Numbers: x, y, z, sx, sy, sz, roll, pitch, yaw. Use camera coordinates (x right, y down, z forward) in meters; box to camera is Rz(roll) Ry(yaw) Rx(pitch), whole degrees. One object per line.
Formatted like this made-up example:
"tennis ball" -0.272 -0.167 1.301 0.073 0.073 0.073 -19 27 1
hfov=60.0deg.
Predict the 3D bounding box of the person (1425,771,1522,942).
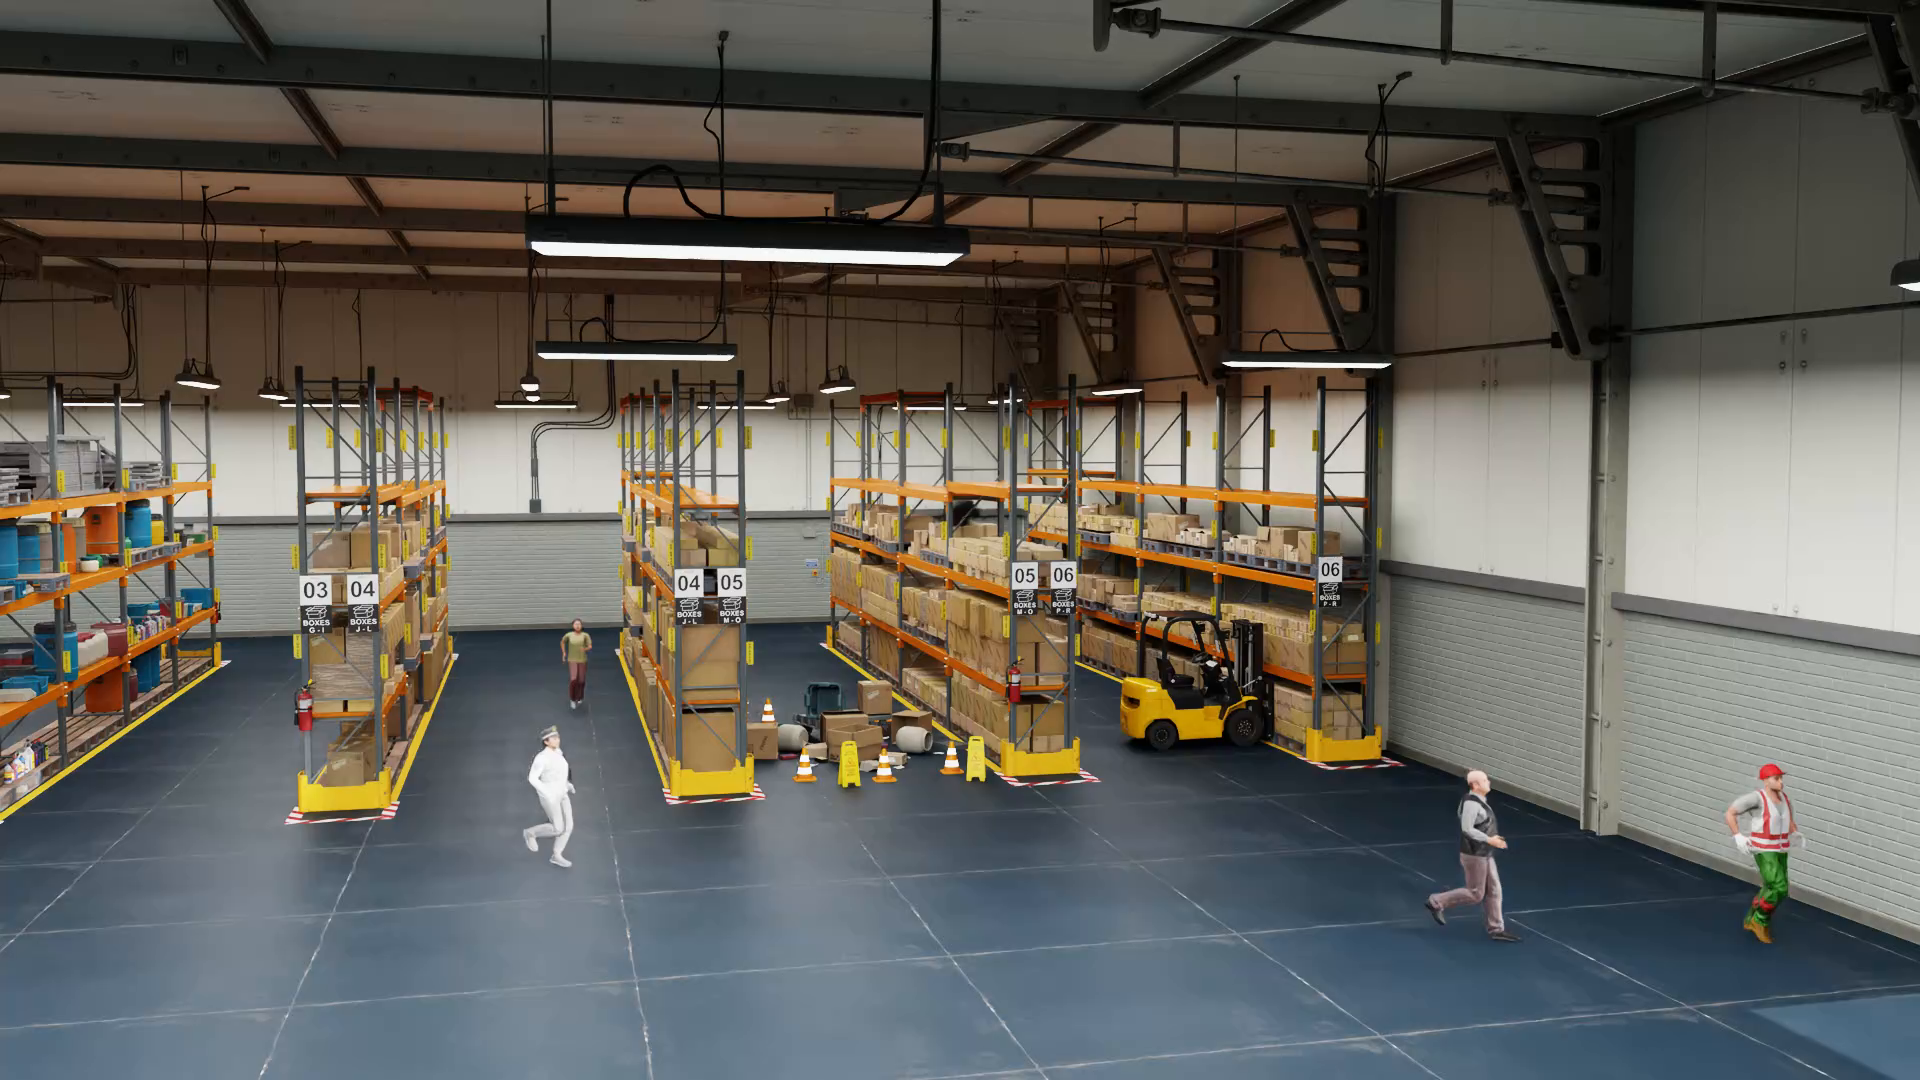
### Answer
"person" 5.158 3.157 16.664 0.927 1.707 0.663 2 4 26

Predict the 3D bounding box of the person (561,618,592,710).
"person" -7.157 2.313 31.111 0.548 1.699 0.699 -1 4 -20

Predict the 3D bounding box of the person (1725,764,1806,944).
"person" 8.104 3.138 16.624 0.692 1.794 0.616 -1 4 -23

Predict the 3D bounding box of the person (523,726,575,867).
"person" -4.851 3.017 19.668 0.600 1.656 0.625 1 4 22
